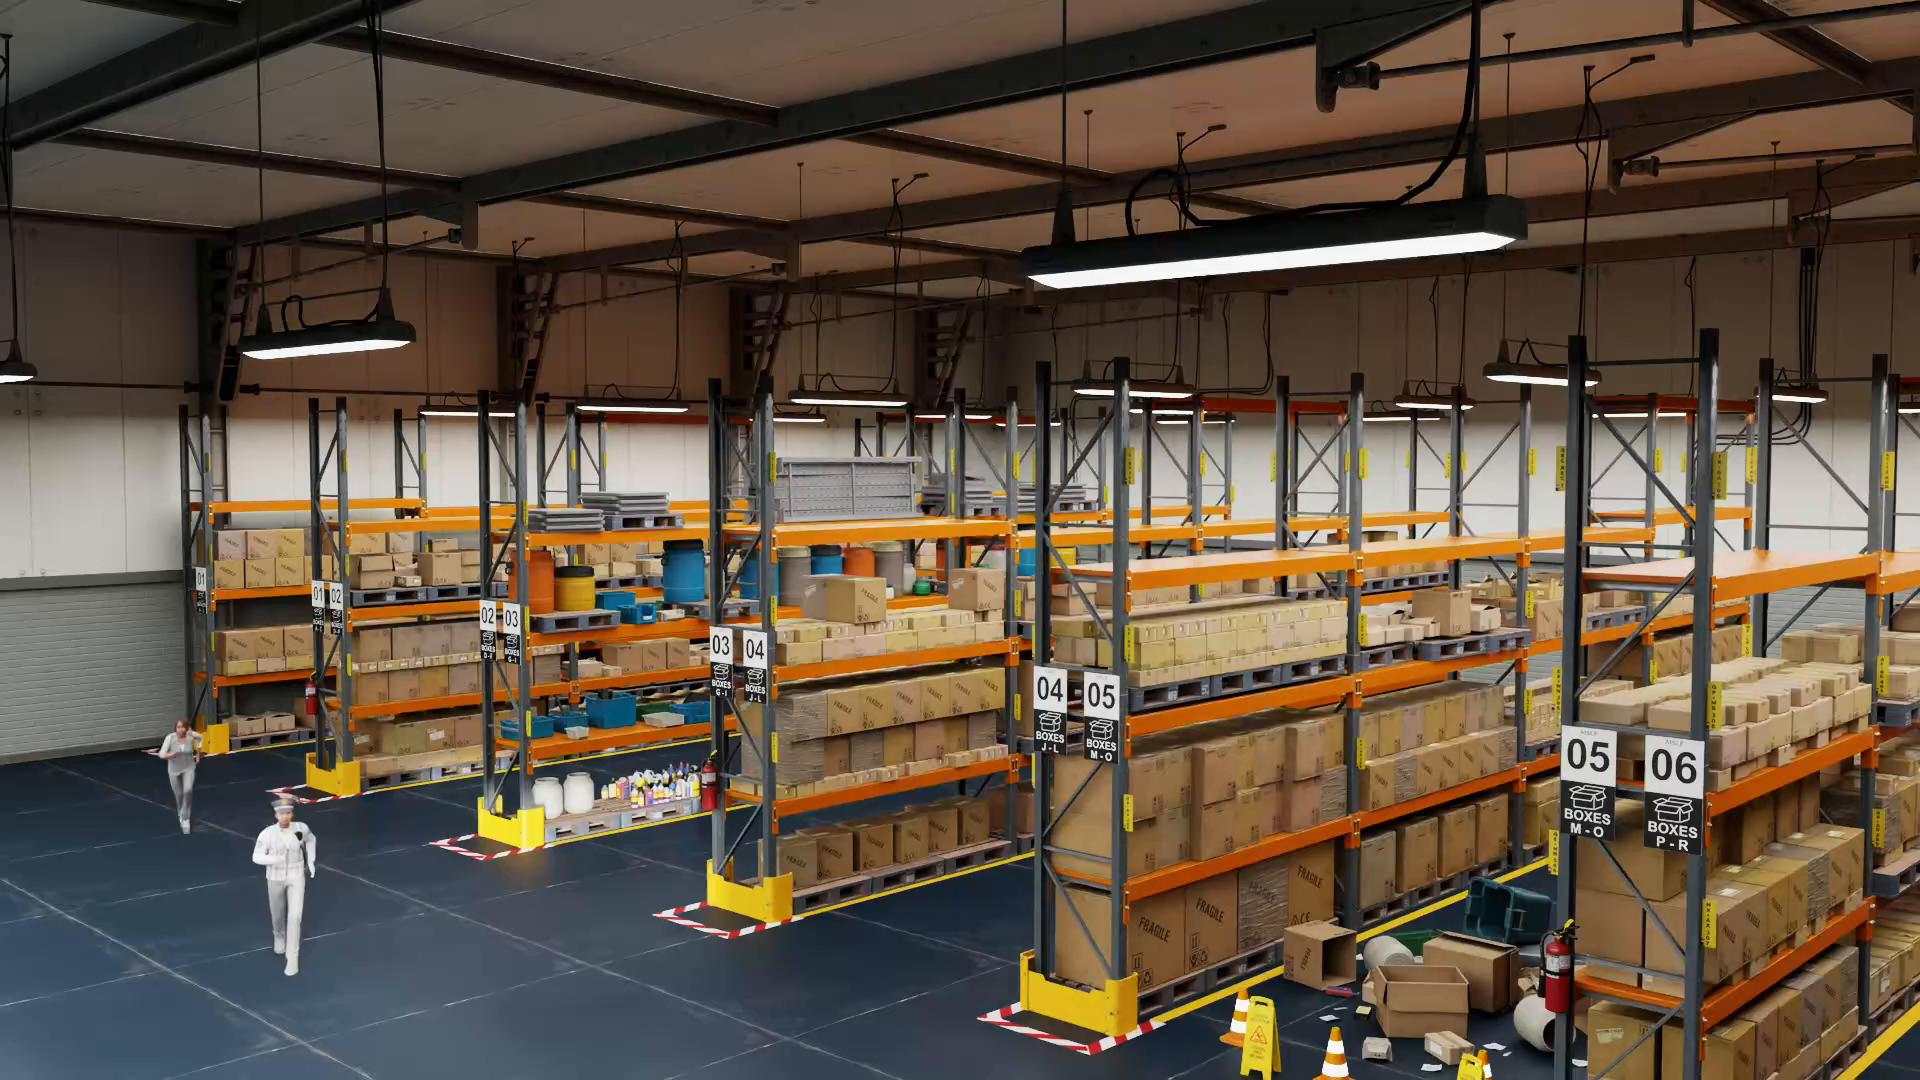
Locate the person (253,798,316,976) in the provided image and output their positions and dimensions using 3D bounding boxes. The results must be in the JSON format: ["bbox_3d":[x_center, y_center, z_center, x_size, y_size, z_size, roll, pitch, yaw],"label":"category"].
[{"bbox_3d":[-6.771,3.392,16.692,0.598,1.661,0.919,-1,3,-24],"label":"person"}]

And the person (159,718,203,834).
[{"bbox_3d":[-10.622,3.184,22.705,0.527,1.579,0.868,-1,3,-21],"label":"person"}]

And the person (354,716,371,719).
[{"bbox_3d":[-9.969,2.884,27.467,0.585,1.644,0.690,3,4,43],"label":"person"}]
